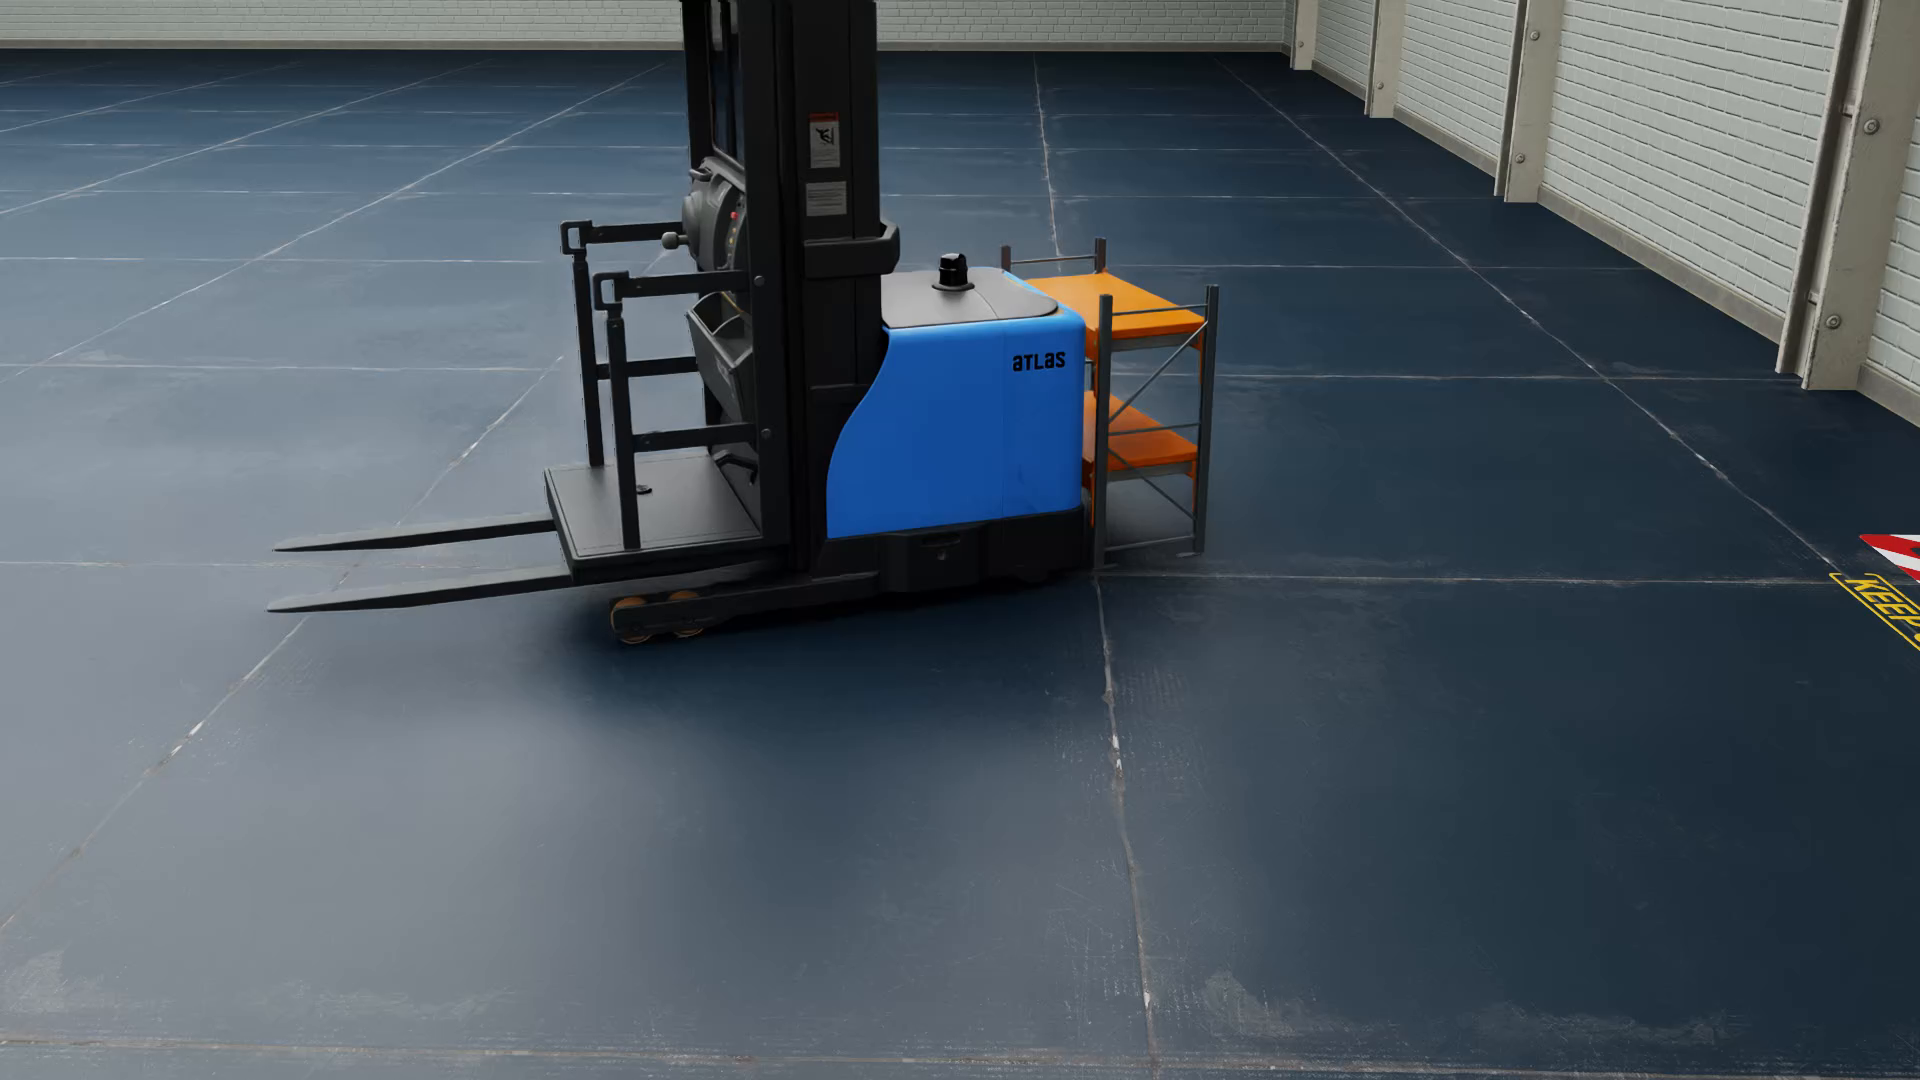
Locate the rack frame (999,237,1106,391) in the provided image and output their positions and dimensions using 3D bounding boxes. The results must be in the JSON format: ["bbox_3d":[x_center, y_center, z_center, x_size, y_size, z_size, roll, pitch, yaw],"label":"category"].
[{"bbox_3d":[0.408,-0.782,7.488,0.500,1.125,0.032,-8,23,-19],"label":"rack frame"}]

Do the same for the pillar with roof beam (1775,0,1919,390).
[{"bbox_3d":[0.517,-5.142,7.840,9.100,9.000,0.400,1,21,2],"label":"pillar with roof beam"}]

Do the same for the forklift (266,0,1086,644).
[{"bbox_3d":[-1.083,-1.203,6.077,3.031,2.935,1.130,-7,22,-17],"label":"forklift"}]

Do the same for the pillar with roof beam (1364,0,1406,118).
[{"bbox_3d":[0.882,-9.481,19.023,9.100,9.000,0.400,1,21,2],"label":"pillar with roof beam"}]

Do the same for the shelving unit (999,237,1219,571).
[{"bbox_3d":[0.589,-0.610,7.045,0.538,1.125,1.048,-8,23,-19],"label":"shelving unit"}]

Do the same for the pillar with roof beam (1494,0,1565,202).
[{"bbox_3d":[0.699,-7.311,13.432,9.100,9.000,0.400,1,21,2],"label":"pillar with roof beam"}]

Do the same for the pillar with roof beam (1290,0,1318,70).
[{"bbox_3d":[1.064,-11.650,24.614,9.100,9.000,0.400,1,21,2],"label":"pillar with roof beam"}]

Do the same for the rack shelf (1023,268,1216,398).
[{"bbox_3d":[0.589,-0.883,6.939,0.538,0.278,1.000,-8,23,-19],"label":"rack shelf"}]

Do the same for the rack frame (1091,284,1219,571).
[{"bbox_3d":[0.770,-0.438,6.602,0.500,1.125,0.032,-8,23,-19],"label":"rack frame"}]

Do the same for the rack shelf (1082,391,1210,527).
[{"bbox_3d":[0.589,-0.382,7.133,0.538,0.278,1.000,-8,23,-19],"label":"rack shelf"}]
